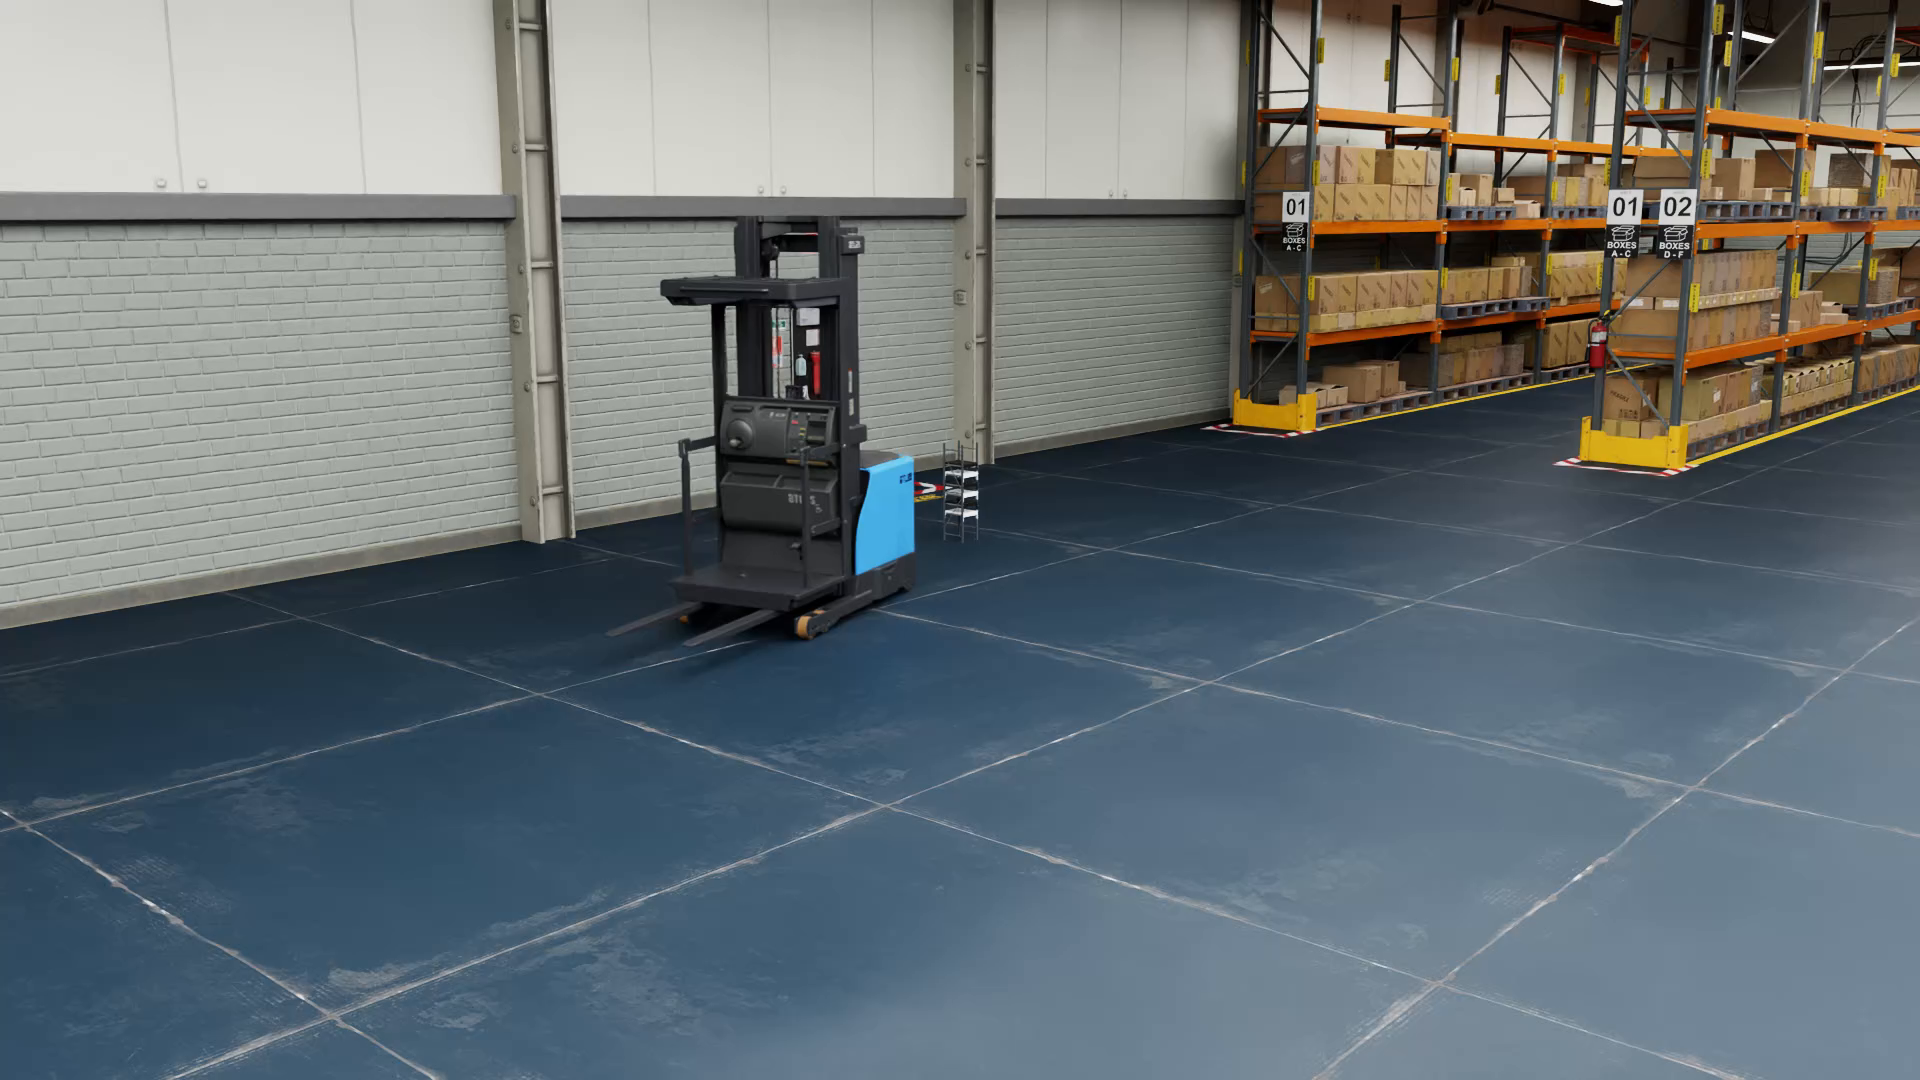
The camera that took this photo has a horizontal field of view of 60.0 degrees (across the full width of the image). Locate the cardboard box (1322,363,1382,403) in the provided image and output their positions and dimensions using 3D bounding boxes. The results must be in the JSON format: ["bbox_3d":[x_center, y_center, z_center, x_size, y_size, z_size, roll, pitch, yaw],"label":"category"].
[{"bbox_3d":[5.738,-2.303,24.381,0.700,0.500,0.500,9,14,37],"label":"cardboard box"}]

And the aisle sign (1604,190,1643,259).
[{"bbox_3d":[7.775,-3.701,19.483,0.394,0.787,0.004,10,15,40],"label":"aisle sign"}]

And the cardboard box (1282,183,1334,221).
[{"bbox_3d":[4.724,-4.584,22.578,0.500,0.500,0.500,10,15,42],"label":"cardboard box"}]

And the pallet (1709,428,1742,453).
[{"bbox_3d":[9.318,-1.327,21.354,1.003,0.211,1.213,10,15,40],"label":"pallet"}]

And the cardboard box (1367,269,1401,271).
[{"bbox_3d":[6.488,-3.888,25.474,0.500,0.500,0.500,9,15,39],"label":"cardboard box"}]

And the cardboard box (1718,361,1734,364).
[{"bbox_3d":[10.138,-2.184,22.558,0.500,0.500,0.500,10,15,40],"label":"cardboard box"}]

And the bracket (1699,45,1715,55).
[{"bbox_3d":[16.002,-10.501,35.659,0.235,0.232,0.430,10,15,40],"label":"bracket"}]

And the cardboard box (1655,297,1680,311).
[{"bbox_3d":[8.459,-2.795,19.672,0.380,0.149,0.250,10,15,40],"label":"cardboard box"}]

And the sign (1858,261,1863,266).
[{"bbox_3d":[15.547,-4.657,28.696,0.100,0.325,0.005,10,15,40],"label":"sign"}]

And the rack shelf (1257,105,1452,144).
[{"bbox_3d":[5.635,-5.919,23.756,1.077,0.370,4.000,10,15,40],"label":"rack shelf"}]

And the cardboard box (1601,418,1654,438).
[{"bbox_3d":[8.171,-1.372,20.410,0.500,0.250,0.500,10,15,40],"label":"cardboard box"}]

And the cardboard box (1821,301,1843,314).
[{"bbox_3d":[13.047,-3.483,25.258,0.500,0.311,0.500,11,16,44],"label":"cardboard box"}]

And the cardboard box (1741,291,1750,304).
[{"bbox_3d":[9.821,-3.099,21.195,0.380,0.149,0.250,10,15,42],"label":"cardboard box"}]

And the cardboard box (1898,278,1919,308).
[{"bbox_3d":[16.501,-4.252,28.624,0.500,0.500,0.500,10,15,42],"label":"cardboard box"}]

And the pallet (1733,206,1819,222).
[{"bbox_3d":[11.252,-4.495,22.925,0.805,0.209,1.217,9,14,38],"label":"pallet"}]

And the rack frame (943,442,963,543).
[{"bbox_3d":[-0.062,-0.428,15.093,0.240,0.900,0.006,10,15,40],"label":"rack frame"}]

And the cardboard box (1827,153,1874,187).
[{"bbox_3d":[13.612,-5.648,25.404,0.500,0.500,0.500,10,15,40],"label":"cardboard box"}]

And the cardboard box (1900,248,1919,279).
[{"bbox_3d":[16.482,-4.735,28.492,0.500,0.500,0.500,10,15,42],"label":"cardboard box"}]

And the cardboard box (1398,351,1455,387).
[{"bbox_3d":[7.429,-2.726,26.501,0.700,0.500,0.500,10,15,42],"label":"cardboard box"}]

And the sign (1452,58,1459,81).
[{"bbox_3d":[7.351,-6.992,24.694,0.100,0.325,0.005,10,15,40],"label":"sign"}]

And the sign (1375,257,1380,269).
[{"bbox_3d":[6.536,-4.265,25.989,0.100,0.325,0.005,10,15,40],"label":"sign"}]

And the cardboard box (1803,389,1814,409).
[{"bbox_3d":[11.810,-2.023,23.666,0.500,0.250,0.500,9,15,39],"label":"cardboard box"}]

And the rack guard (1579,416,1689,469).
[{"bbox_3d":[8.023,-1.168,19.823,1.175,0.500,0.348,10,15,40],"label":"rack guard"}]

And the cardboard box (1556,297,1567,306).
[{"bbox_3d":[10.399,-4.184,29.129,0.380,0.149,0.250,10,15,42],"label":"cardboard box"}]

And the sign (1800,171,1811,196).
[{"bbox_3d":[11.097,-4.678,21.832,0.100,0.325,0.005,10,15,40],"label":"sign"}]

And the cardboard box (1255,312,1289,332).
[{"bbox_3d":[4.478,-3.068,23.282,0.500,0.250,0.500,10,15,41],"label":"cardboard box"}]

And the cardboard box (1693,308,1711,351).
[{"bbox_3d":[8.700,-2.592,20.311,0.700,0.500,0.500,10,15,42],"label":"cardboard box"}]

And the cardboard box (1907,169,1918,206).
[{"bbox_3d":[15.572,-5.873,27.757,0.600,0.600,0.600,8,14,35],"label":"cardboard box"}]

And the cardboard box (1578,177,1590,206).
[{"bbox_3d":[10.875,-6.268,29.936,0.700,0.500,0.500,10,15,40],"label":"cardboard box"}]

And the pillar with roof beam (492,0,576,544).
[{"bbox_3d":[-0.560,-3.872,11.661,9.100,9.000,0.400,10,15,40],"label":"pillar with roof beam"}]

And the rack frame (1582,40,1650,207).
[{"bbox_3d":[12.236,-7.745,31.051,1.000,3.000,0.127,10,15,40],"label":"rack frame"}]

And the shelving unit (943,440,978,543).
[{"bbox_3d":[0.005,-0.442,15.168,0.258,0.900,0.210,10,15,40],"label":"shelving unit"}]

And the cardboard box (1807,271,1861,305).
[{"bbox_3d":[13.651,-3.937,25.974,0.700,0.500,0.500,4,12,21],"label":"cardboard box"}]

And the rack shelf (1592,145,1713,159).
[{"bbox_3d":[13.557,-7.490,32.634,1.077,0.370,4.000,10,15,40],"label":"rack shelf"}]

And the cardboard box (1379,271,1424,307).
[{"bbox_3d":[6.551,-3.746,24.765,0.500,0.500,0.500,10,15,40],"label":"cardboard box"}]

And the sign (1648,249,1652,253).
[{"bbox_3d":[14.464,-5.928,34.856,0.100,0.325,0.005,10,15,40],"label":"sign"}]

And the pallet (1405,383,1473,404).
[{"bbox_3d":[7.468,-2.373,26.594,1.003,0.211,1.213,10,15,40],"label":"pallet"}]

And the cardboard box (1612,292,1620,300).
[{"bbox_3d":[12.077,-4.563,31.028,0.380,0.149,0.250,10,15,41],"label":"cardboard box"}]

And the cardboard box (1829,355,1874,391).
[{"bbox_3d":[13.835,-2.595,25.841,0.500,0.500,0.500,11,15,43],"label":"cardboard box"}]

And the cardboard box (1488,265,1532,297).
[{"bbox_3d":[9.293,-4.409,28.287,0.700,0.500,0.500,8,14,34],"label":"cardboard box"}]

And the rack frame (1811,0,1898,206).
[{"bbox_3d":[13.320,-6.516,24.901,1.000,3.000,0.127,10,15,40],"label":"rack frame"}]

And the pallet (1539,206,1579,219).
[{"bbox_3d":[9.981,-5.694,28.926,1.213,0.211,1.003,11,16,43],"label":"pallet"}]

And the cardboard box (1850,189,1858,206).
[{"bbox_3d":[13.062,-5.104,24.798,0.500,0.250,0.500,8,14,36],"label":"cardboard box"}]

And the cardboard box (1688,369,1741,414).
[{"bbox_3d":[9.552,-1.893,21.105,0.500,0.500,0.500,10,15,40],"label":"cardboard box"}]

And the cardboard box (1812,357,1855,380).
[{"bbox_3d":[13.159,-2.598,25.117,0.500,0.311,0.500,10,15,42],"label":"cardboard box"}]

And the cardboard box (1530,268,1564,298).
[{"bbox_3d":[10.109,-4.458,28.844,0.500,0.500,0.500,10,15,42],"label":"cardboard box"}]

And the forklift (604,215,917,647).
[{"bbox_3d":[-1.417,-0.833,11.935,1.130,2.935,3.031,5,12,24],"label":"forklift"}]

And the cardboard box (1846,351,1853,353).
[{"bbox_3d":[14.102,-2.809,26.912,0.500,0.500,0.500,9,14,38],"label":"cardboard box"}]

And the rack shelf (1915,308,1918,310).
[{"bbox_3d":[17.280,-4.105,29.979,1.077,0.370,4.000,10,15,40],"label":"rack shelf"}]

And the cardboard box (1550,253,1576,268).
[{"bbox_3d":[10.444,-4.900,29.142,0.500,0.250,0.500,9,15,40],"label":"cardboard box"}]
